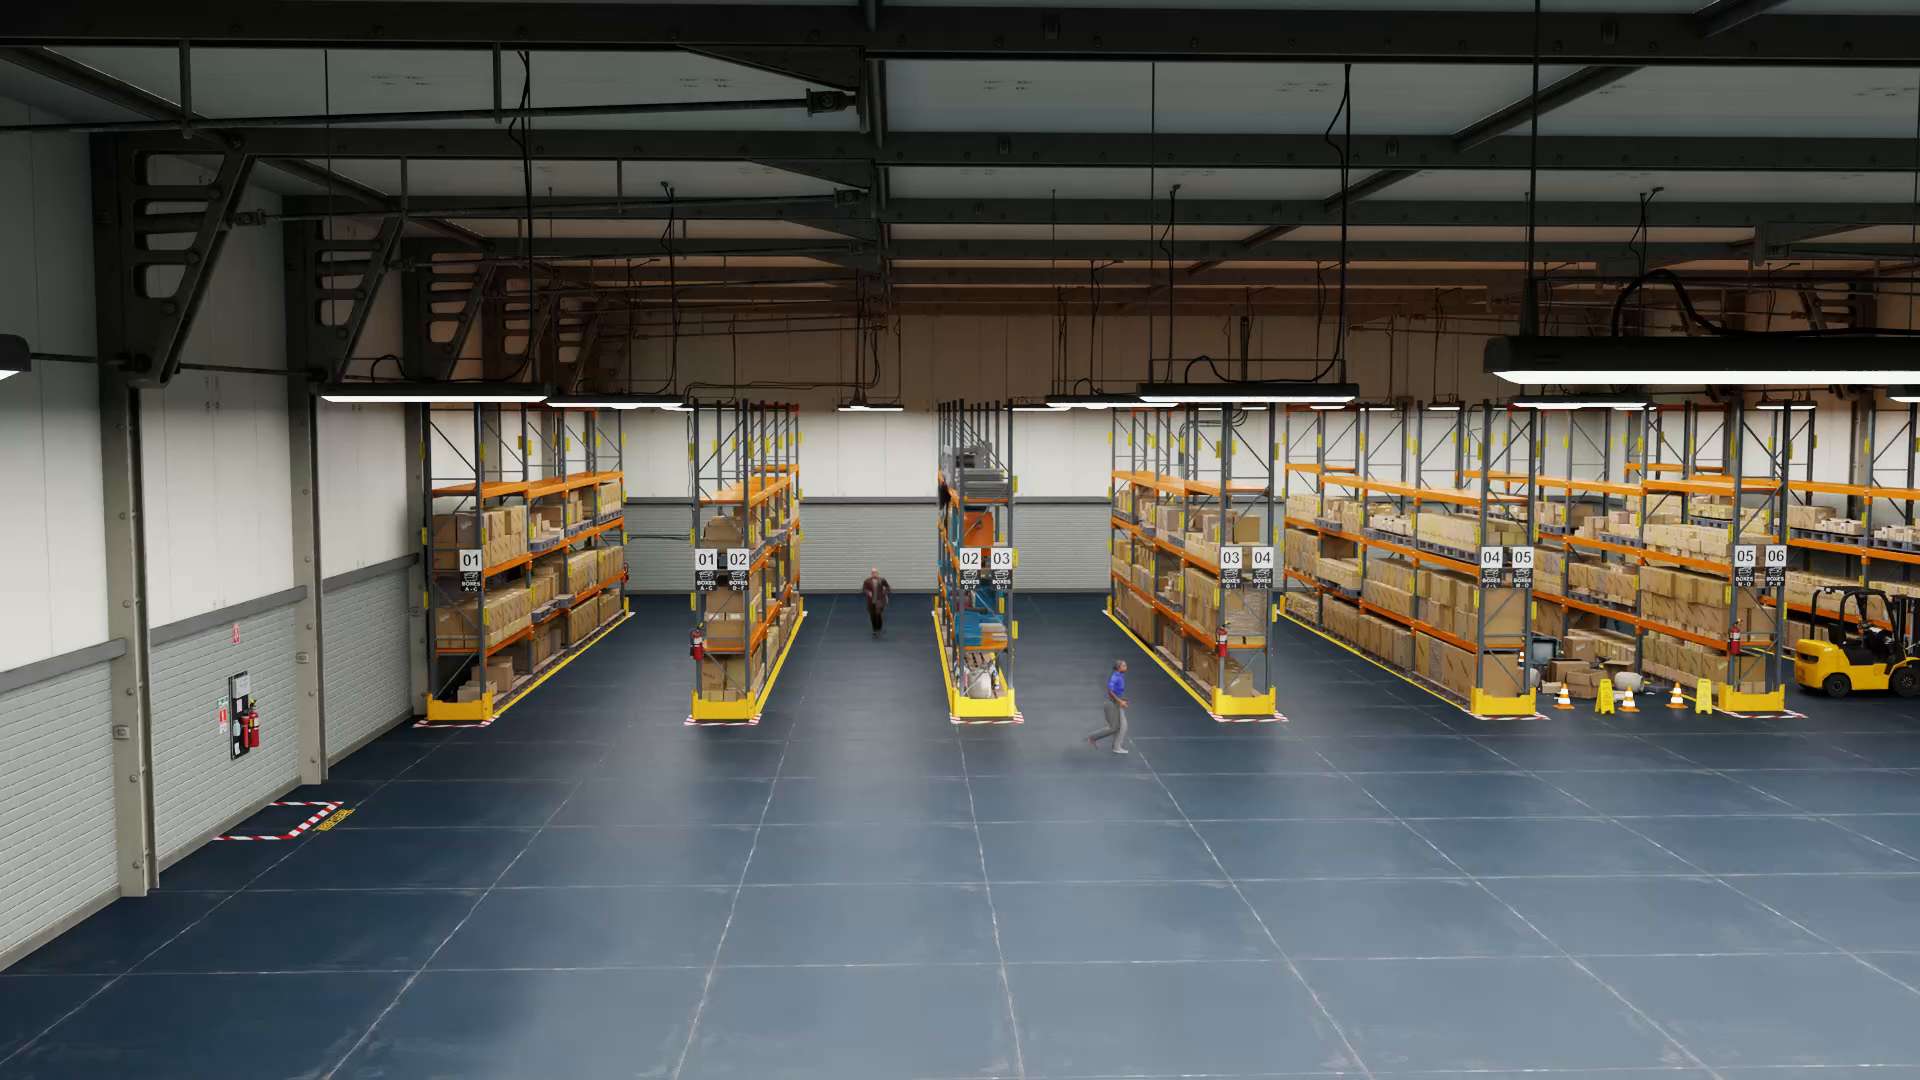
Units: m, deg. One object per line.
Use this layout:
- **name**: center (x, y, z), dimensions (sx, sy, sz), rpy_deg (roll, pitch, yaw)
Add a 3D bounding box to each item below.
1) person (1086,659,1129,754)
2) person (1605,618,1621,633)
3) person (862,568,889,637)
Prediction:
- **person**: center (2.501, 2.802, 28.042), dimensions (0.710, 1.608, 0.579), rpy_deg (1, 5, 17)
- **person**: center (16.639, 1.691, 42.560), dimensions (0.546, 1.573, 0.923), rpy_deg (-1, 4, -9)
- **person**: center (-2.172, 1.608, 42.619), dimensions (0.665, 1.780, 0.848), rpy_deg (0, 4, 5)
